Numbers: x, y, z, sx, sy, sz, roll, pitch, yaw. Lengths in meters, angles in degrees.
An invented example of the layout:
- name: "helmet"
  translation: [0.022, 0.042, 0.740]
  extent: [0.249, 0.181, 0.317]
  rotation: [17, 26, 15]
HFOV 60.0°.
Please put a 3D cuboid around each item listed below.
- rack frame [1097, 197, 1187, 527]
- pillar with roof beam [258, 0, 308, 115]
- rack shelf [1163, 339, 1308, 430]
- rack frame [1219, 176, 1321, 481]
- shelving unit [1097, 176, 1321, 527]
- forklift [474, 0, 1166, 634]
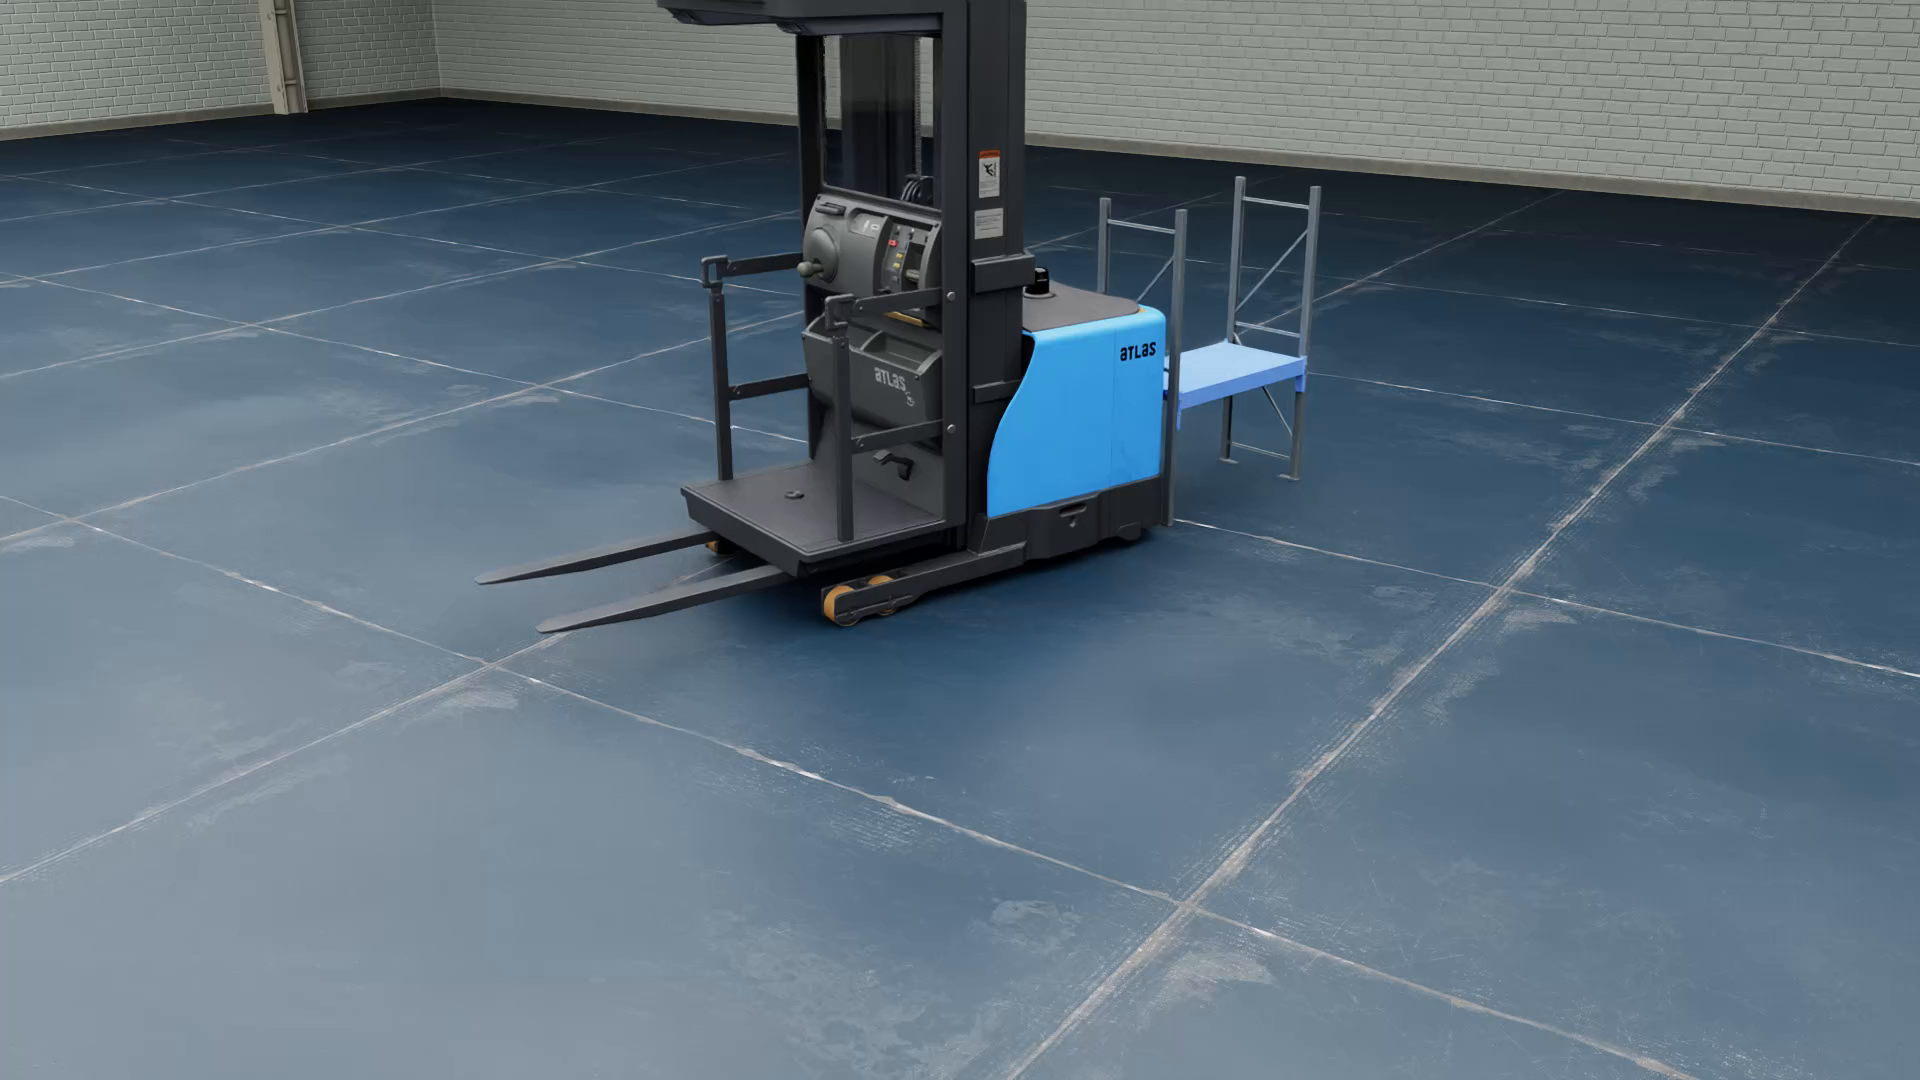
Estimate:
- name: "rack frame"
  translation: [0.835, -0.831, 7.851]
  extent: [0.032, 1.500, 0.500]
  rotation: [-18, 27, -40]
- name: "pillar with roof beam"
  translation: [-6.665, -9.911, 21.588]
  extent: [9.100, 9.000, 0.400]
  rotation: [13, 24, 32]
- name: "rack shelf"
  translation: [1.205, -0.783, 8.240]
  extent: [1.000, 0.185, 0.538]
  rotation: [-18, 27, -40]
- name: "rack frame"
  translation: [1.575, -1.073, 8.504]
  extent: [0.032, 1.500, 0.500]
  rotation: [-18, 27, -40]
- name: "shelving unit"
  translation: [1.205, -0.952, 8.177]
  extent: [1.048, 1.500, 0.538]
  rotation: [-18, 27, -40]
- name: "forklift"
  translation: [-0.545, -1.227, 6.857]
  extent: [3.031, 2.935, 1.130]
  rotation: [-14, 25, -34]
